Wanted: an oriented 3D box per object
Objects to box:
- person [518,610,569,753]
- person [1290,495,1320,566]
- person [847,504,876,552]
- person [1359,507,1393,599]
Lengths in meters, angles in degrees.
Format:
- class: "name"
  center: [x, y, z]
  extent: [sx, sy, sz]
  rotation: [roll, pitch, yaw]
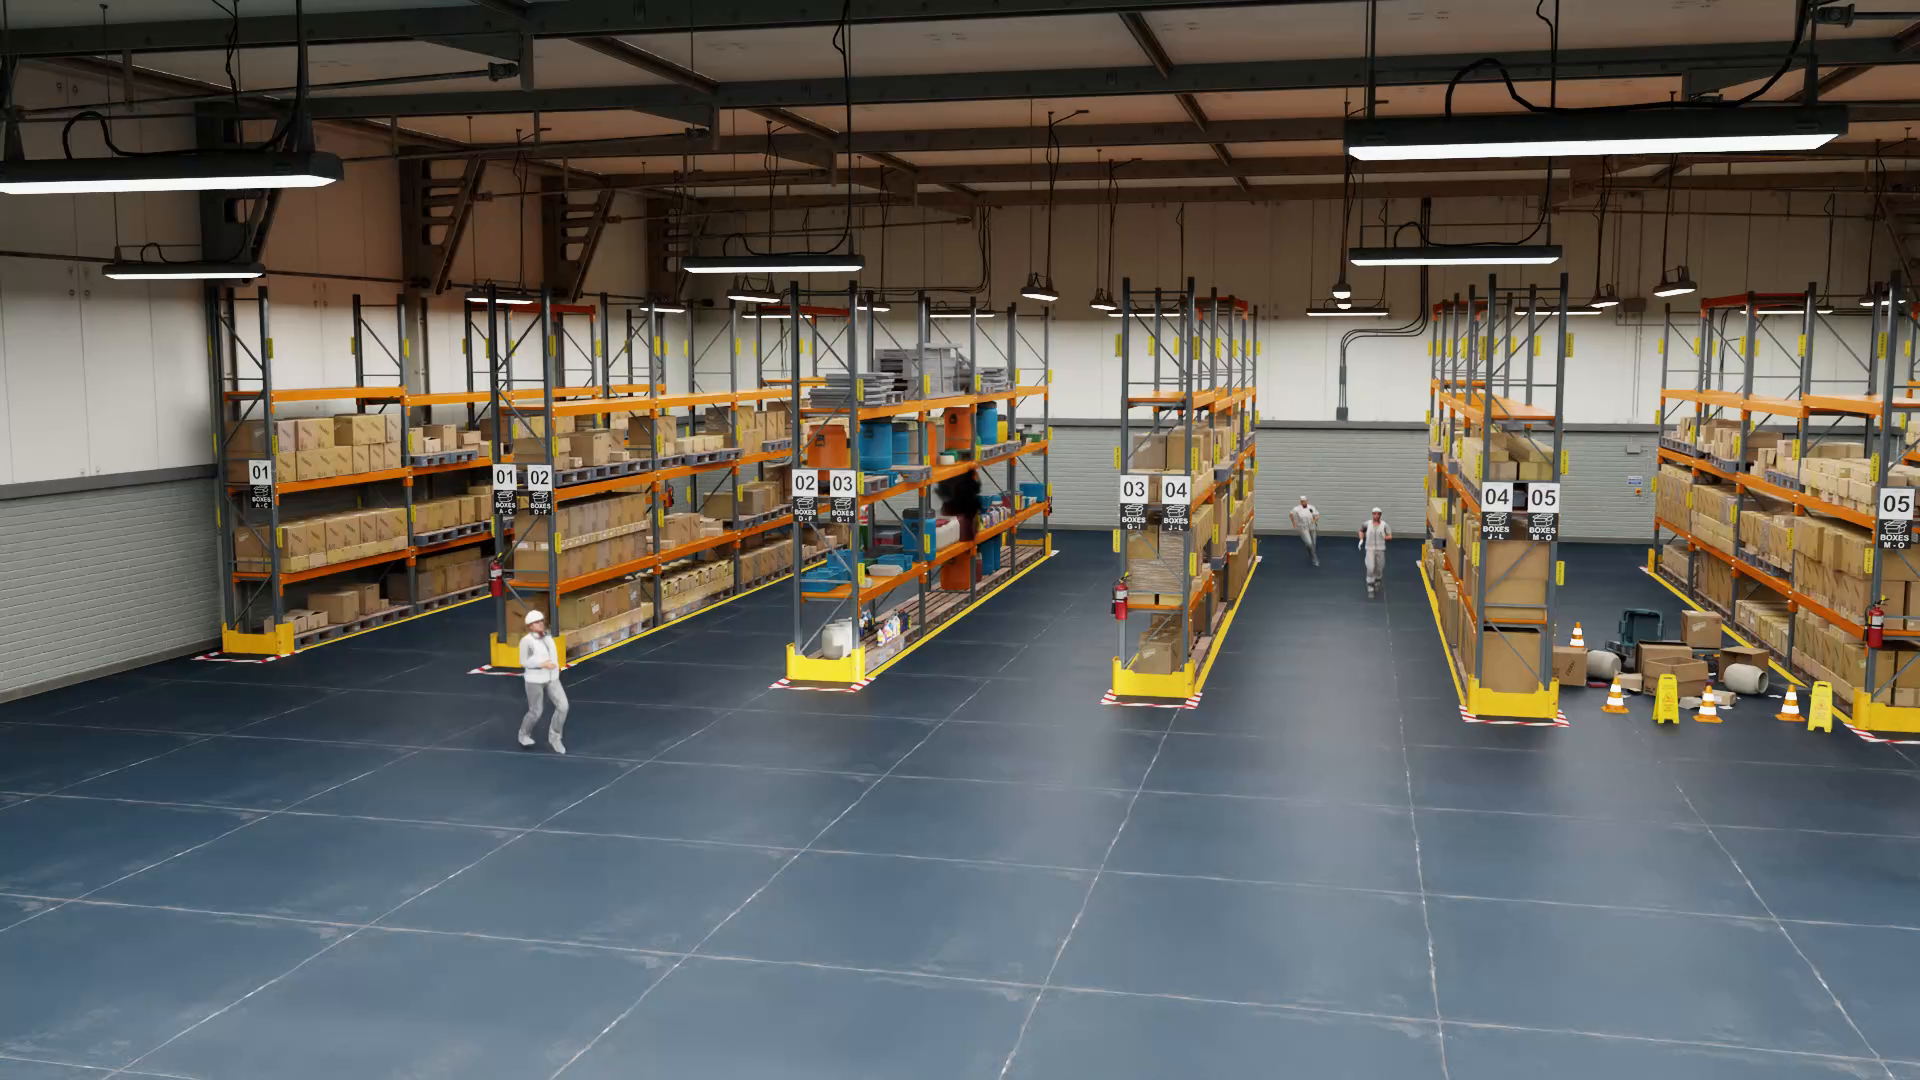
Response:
- class: "person"
  center: [-5.220, 1.770, 20.753]
  extent: [0.751, 1.807, 0.659]
  rotation: [5, 8, 38]
- class: "person"
  center: [8.077, -0.212, 38.701]
  extent: [0.746, 1.678, 0.819]
  rotation: [-1, 7, -8]
- class: "person"
  center: [-2.142, -0.291, 36.104]
  extent: [0.659, 1.815, 0.964]
  rotation: [1, 7, 5]
- class: "person"
  center: [8.379, 0.236, 33.555]
  extent: [0.656, 1.805, 0.940]
  rotation: [1, 7, 10]
